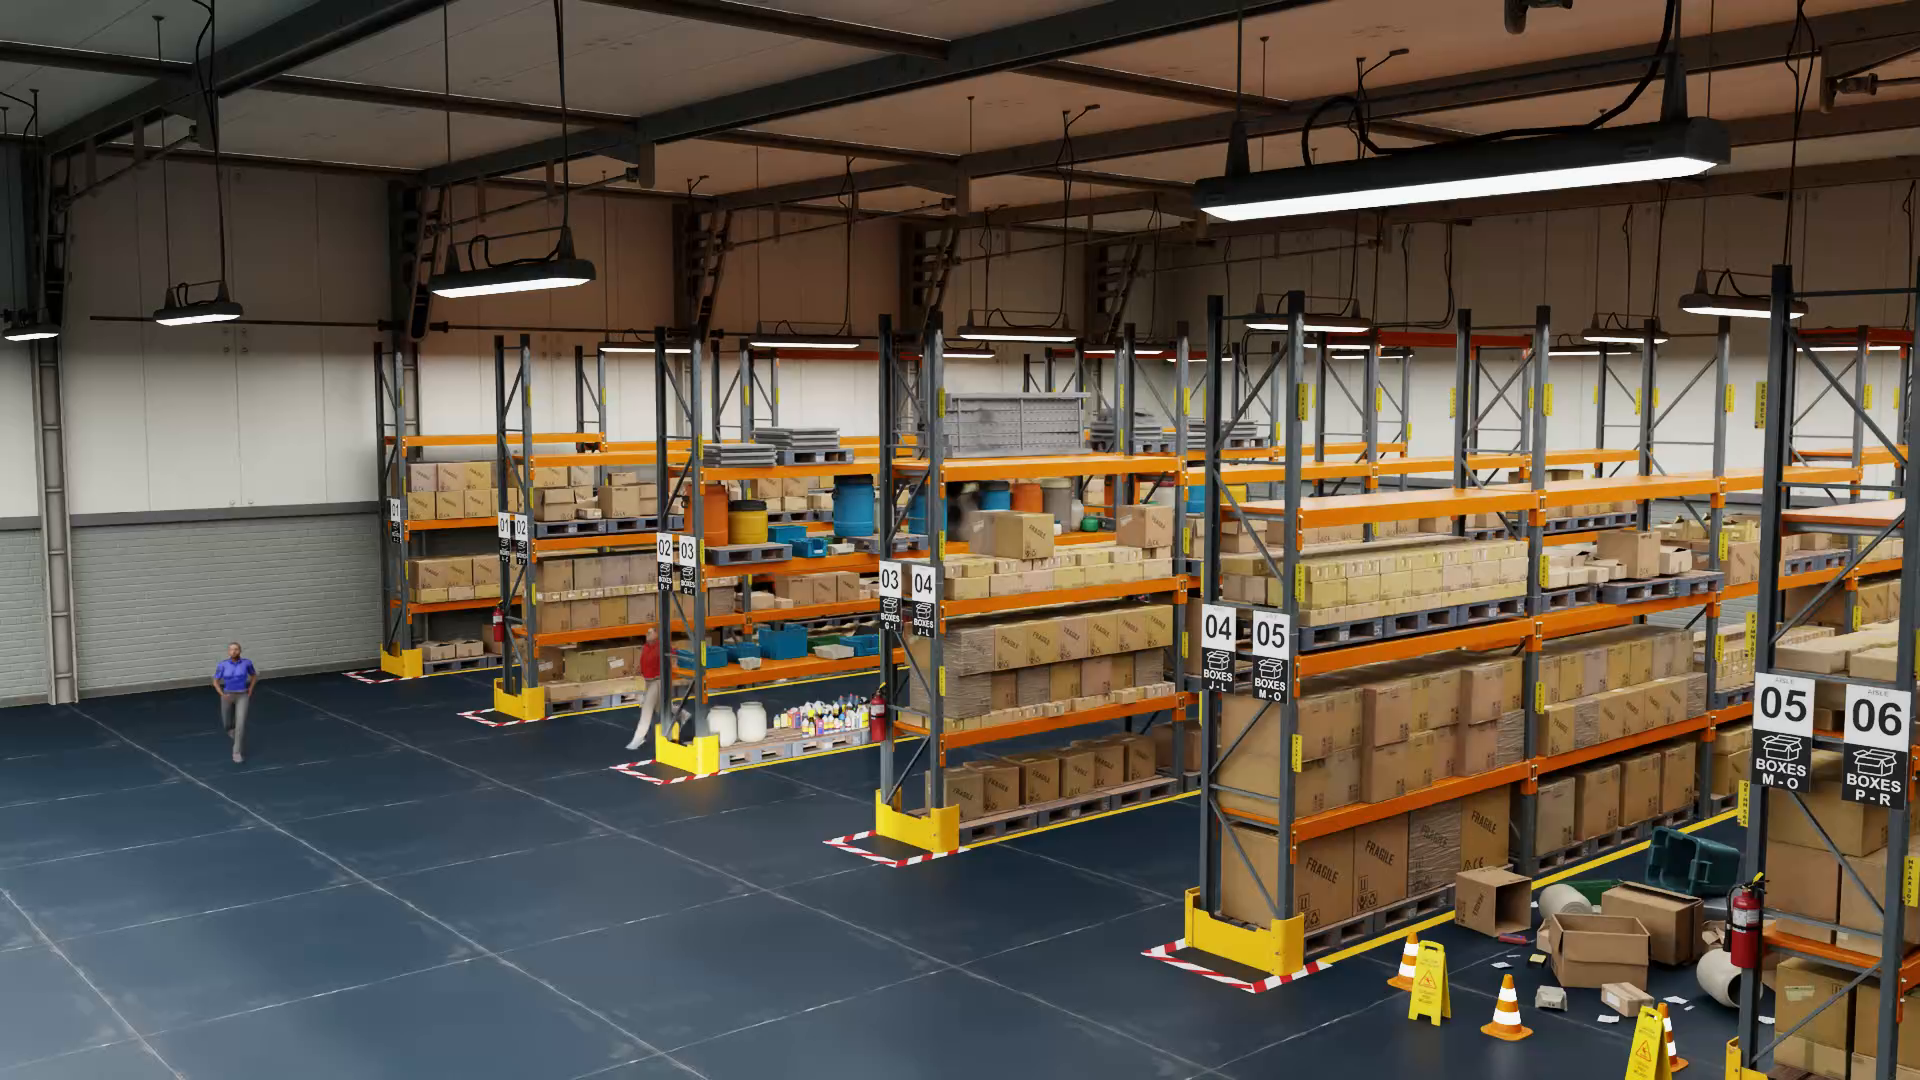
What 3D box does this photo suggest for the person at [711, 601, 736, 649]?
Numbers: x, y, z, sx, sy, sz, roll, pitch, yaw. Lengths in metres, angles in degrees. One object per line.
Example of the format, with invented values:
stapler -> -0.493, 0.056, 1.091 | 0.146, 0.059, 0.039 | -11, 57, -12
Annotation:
person -> -4.464, 1.513, 30.755 | 0.596, 1.740, 0.720 | 5, 7, 44

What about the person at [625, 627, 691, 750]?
person -> -4.413, 2.119, 24.214 | 1.137, 1.746, 0.632 | -4, 7, -37

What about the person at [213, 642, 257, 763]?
person -> -10.194, 2.253, 23.405 | 0.555, 1.642, 0.975 | -2, 5, -18
